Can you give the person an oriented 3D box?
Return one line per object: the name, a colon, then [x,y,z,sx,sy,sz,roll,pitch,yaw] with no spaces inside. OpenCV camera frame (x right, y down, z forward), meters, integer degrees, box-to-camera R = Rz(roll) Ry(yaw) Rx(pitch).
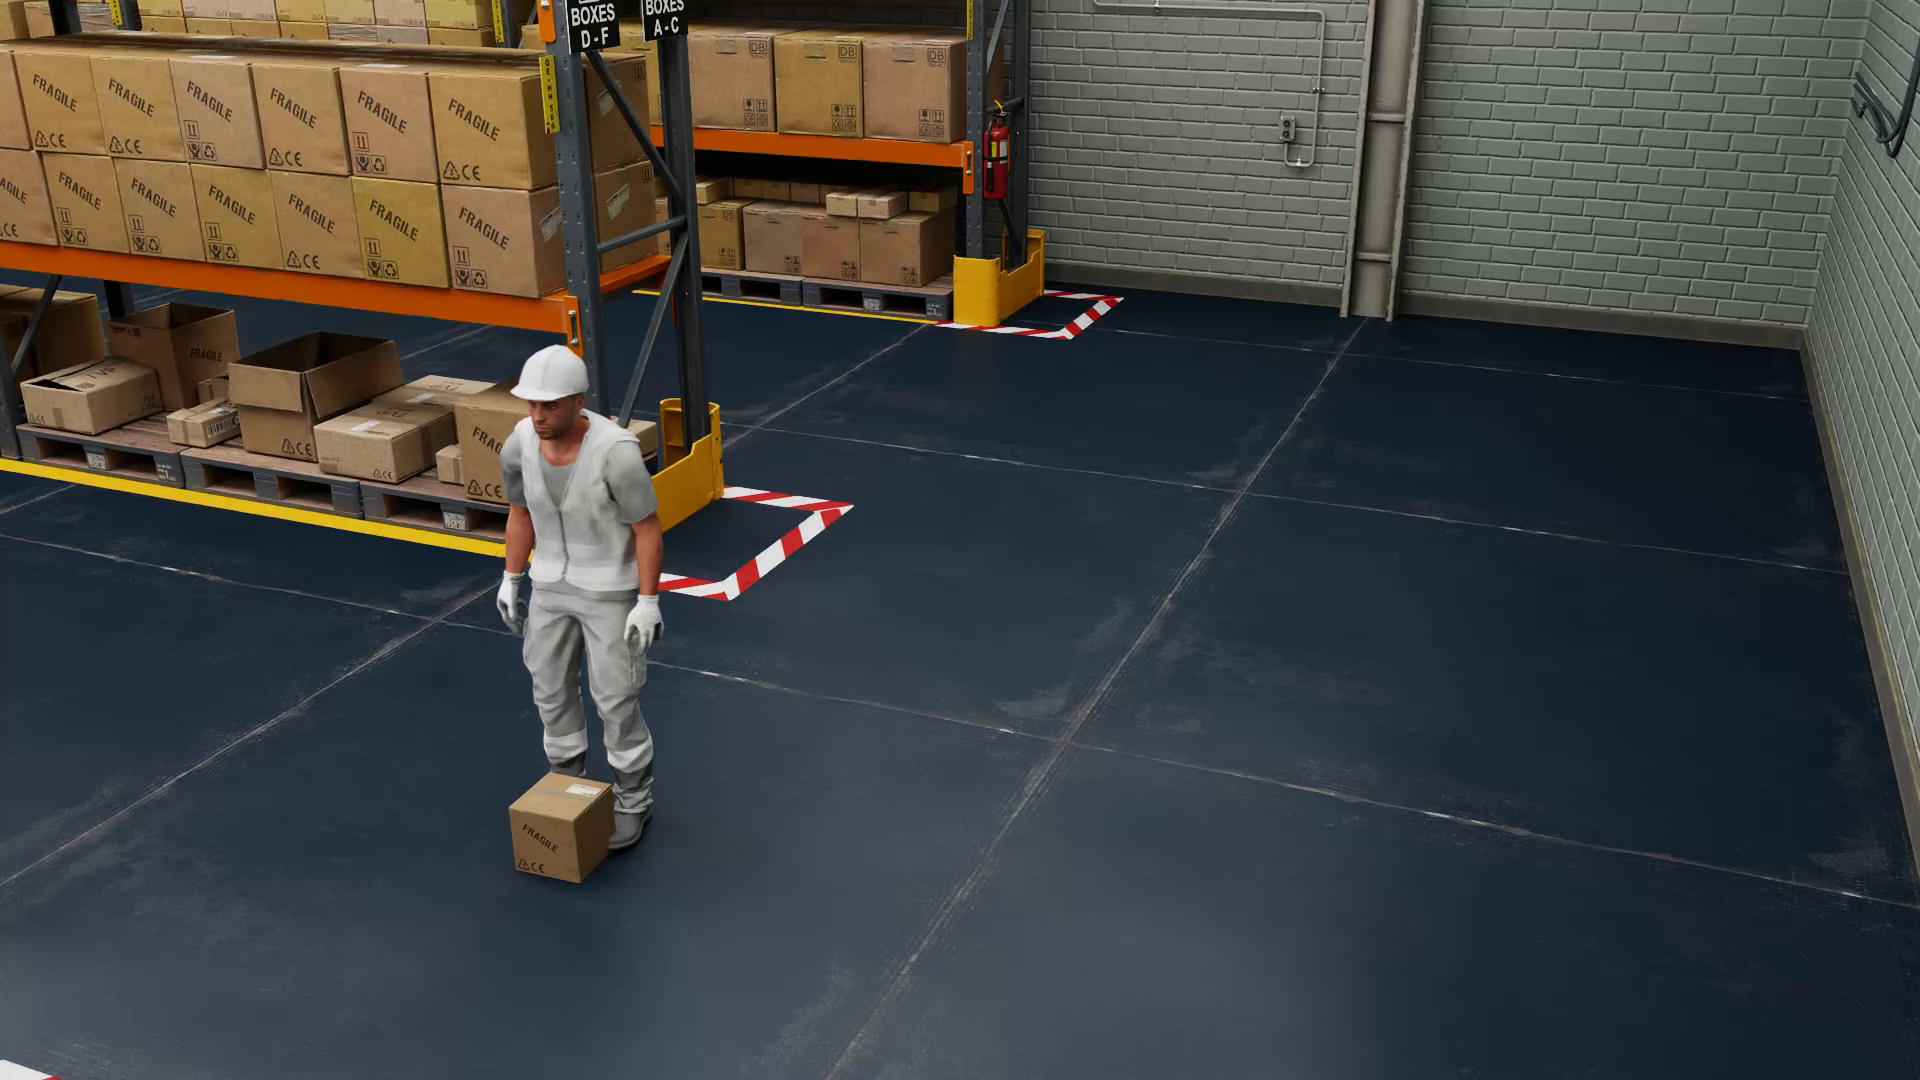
person: [-1.276,0.196,5.589,0.619,1.779,0.455,8,24,19]
